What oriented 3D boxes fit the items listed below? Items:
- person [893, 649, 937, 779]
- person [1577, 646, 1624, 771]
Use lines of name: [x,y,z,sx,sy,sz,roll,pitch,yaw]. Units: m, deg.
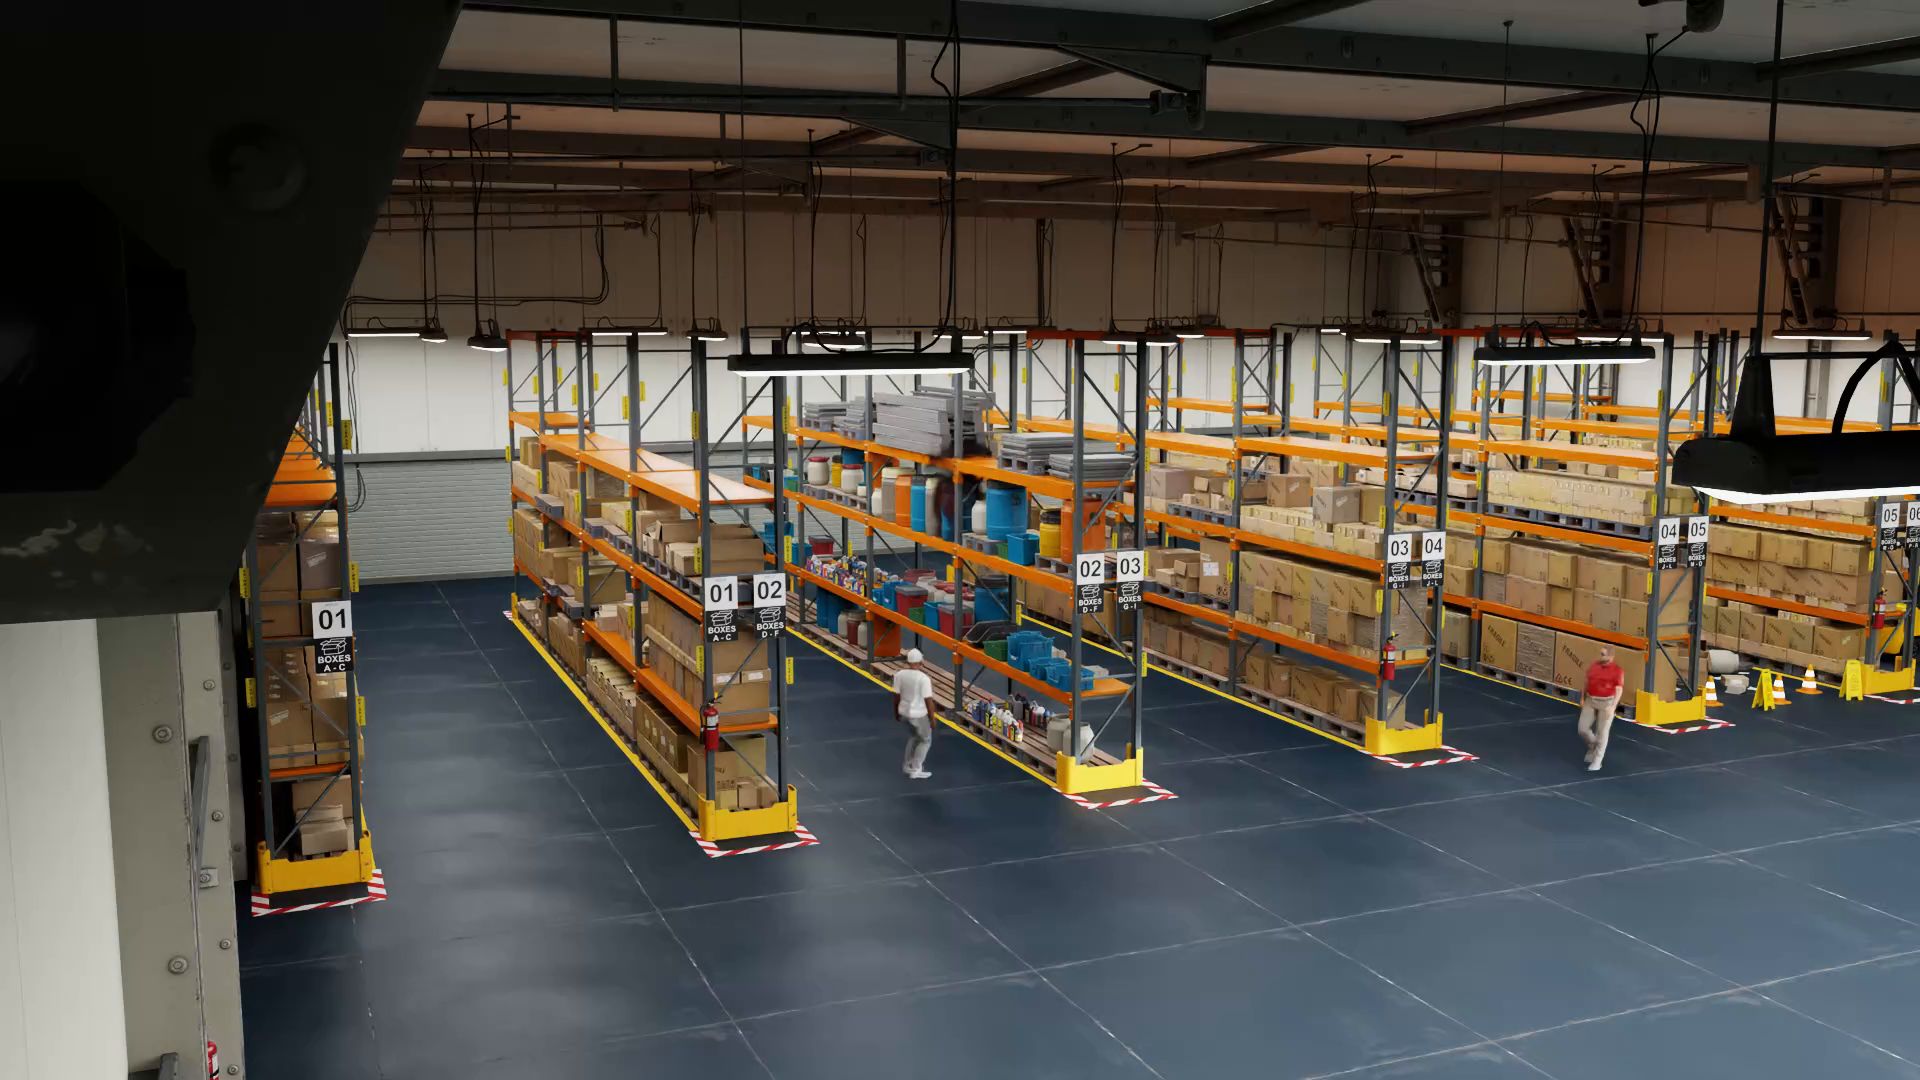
person: [-0.576,2.249,21.723,0.489,1.708,0.638,-6,10,-39]
person: [8.916,2.330,23.234,0.600,1.708,0.636,6,10,37]
